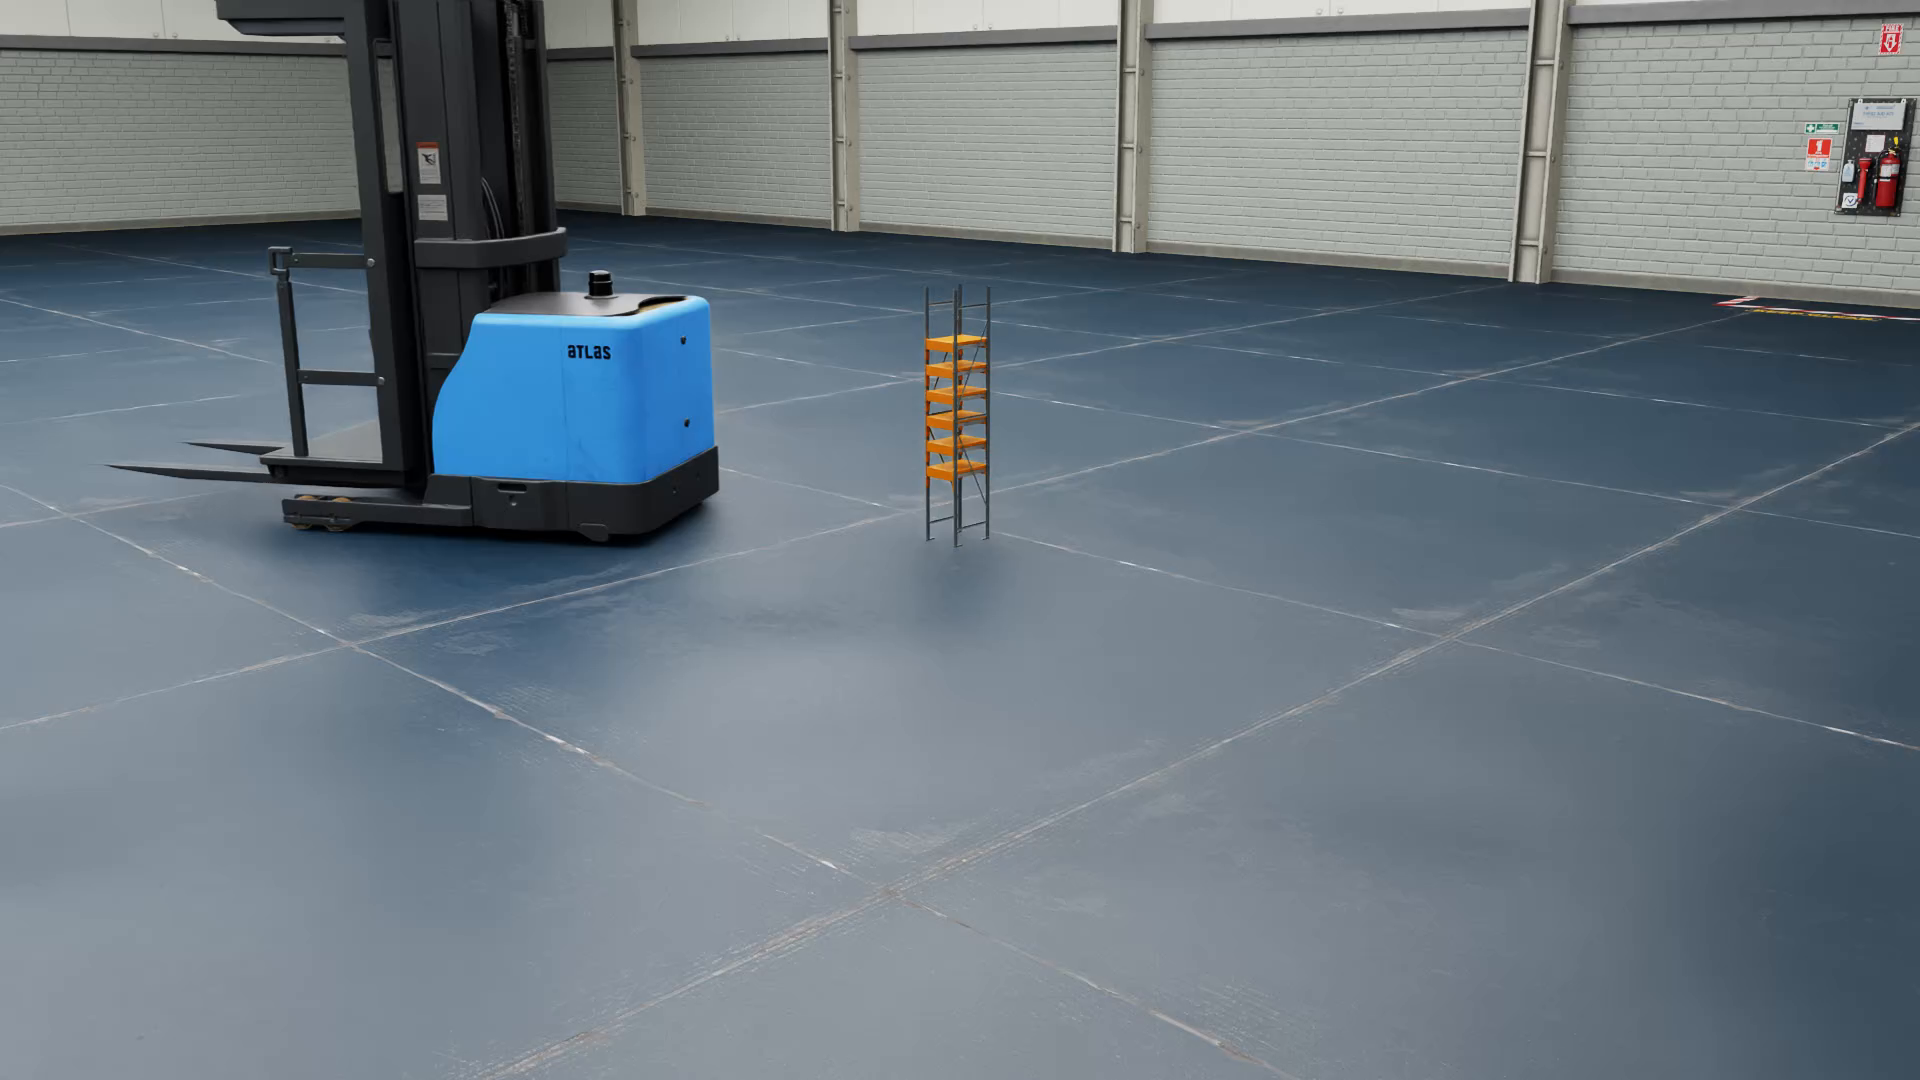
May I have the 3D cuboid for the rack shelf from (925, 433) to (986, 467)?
[{"bbox_3d":[-0.010,-0.424,7.832,0.180,0.103,0.258,14,20,42],"label":"rack shelf"}]

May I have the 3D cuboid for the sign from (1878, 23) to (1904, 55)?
[{"bbox_3d":[9.367,-5.041,16.734,0.199,0.298,0.001,14,20,42],"label":"sign"}]

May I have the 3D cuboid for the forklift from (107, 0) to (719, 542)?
[{"bbox_3d":[-2.823,-1.582,8.192,3.031,2.935,1.130,3,15,13],"label":"forklift"}]

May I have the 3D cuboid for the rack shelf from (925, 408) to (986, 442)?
[{"bbox_3d":[-0.010,-0.540,7.802,0.180,0.103,0.258,14,20,42],"label":"rack shelf"}]

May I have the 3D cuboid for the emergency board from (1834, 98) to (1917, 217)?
[{"bbox_3d":[9.304,-3.900,16.952,0.643,1.169,0.194,14,20,42],"label":"emergency board"}]

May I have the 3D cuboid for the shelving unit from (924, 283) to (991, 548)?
[{"bbox_3d":[-0.010,-0.583,7.791,0.189,1.200,0.258,14,20,42],"label":"shelving unit"}]

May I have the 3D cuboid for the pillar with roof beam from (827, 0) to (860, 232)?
[{"bbox_3d":[-4.889,-8.733,23.600,0.400,9.000,9.100,14,20,42],"label":"pillar with roof beam"}]

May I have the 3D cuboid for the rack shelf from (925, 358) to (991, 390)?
[{"bbox_3d":[-0.010,-0.772,7.741,0.180,0.103,0.258,14,20,42],"label":"rack shelf"}]

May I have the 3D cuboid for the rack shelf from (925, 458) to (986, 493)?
[{"bbox_3d":[-0.010,-0.308,7.862,0.180,0.103,0.258,14,20,42],"label":"rack shelf"}]

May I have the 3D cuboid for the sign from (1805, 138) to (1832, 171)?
[{"bbox_3d":[8.978,-4.033,17.390,0.234,0.329,0.001,14,20,42],"label":"sign"}]

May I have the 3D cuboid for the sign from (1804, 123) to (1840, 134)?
[{"bbox_3d":[8.975,-4.287,17.314,0.331,0.109,0.001,14,20,42],"label":"sign"}]

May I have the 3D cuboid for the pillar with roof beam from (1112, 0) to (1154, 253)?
[{"bbox_3d":[-0.570,-7.683,19.570,0.400,9.000,9.100,14,20,42],"label":"pillar with roof beam"}]

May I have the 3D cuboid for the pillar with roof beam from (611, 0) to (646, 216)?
[{"bbox_3d":[-9.208,-9.783,27.630,0.400,9.000,9.100,14,20,42],"label":"pillar with roof beam"}]

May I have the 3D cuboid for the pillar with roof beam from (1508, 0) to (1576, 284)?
[{"bbox_3d":[3.749,-6.633,15.540,0.400,9.000,9.100,14,20,42],"label":"pillar with roof beam"}]

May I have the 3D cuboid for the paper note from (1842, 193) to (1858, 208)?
[{"bbox_3d":[9.225,-3.517,17.230,0.142,0.148,0.016,14,20,42],"label":"paper note"}]

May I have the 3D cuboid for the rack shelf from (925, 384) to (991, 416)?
[{"bbox_3d":[-0.010,-0.656,7.771,0.180,0.103,0.258,14,20,42],"label":"rack shelf"}]

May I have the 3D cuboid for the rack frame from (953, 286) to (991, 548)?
[{"bbox_3d":[0.055,-0.567,7.729,0.006,1.200,0.240,14,20,42],"label":"rack frame"}]

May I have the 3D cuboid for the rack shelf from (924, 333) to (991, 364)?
[{"bbox_3d":[-0.010,-0.889,7.711,0.180,0.103,0.258,14,20,42],"label":"rack shelf"}]

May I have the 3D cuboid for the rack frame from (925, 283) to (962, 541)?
[{"bbox_3d":[-0.076,-0.599,7.852,0.006,1.200,0.240,14,20,42],"label":"rack frame"}]
